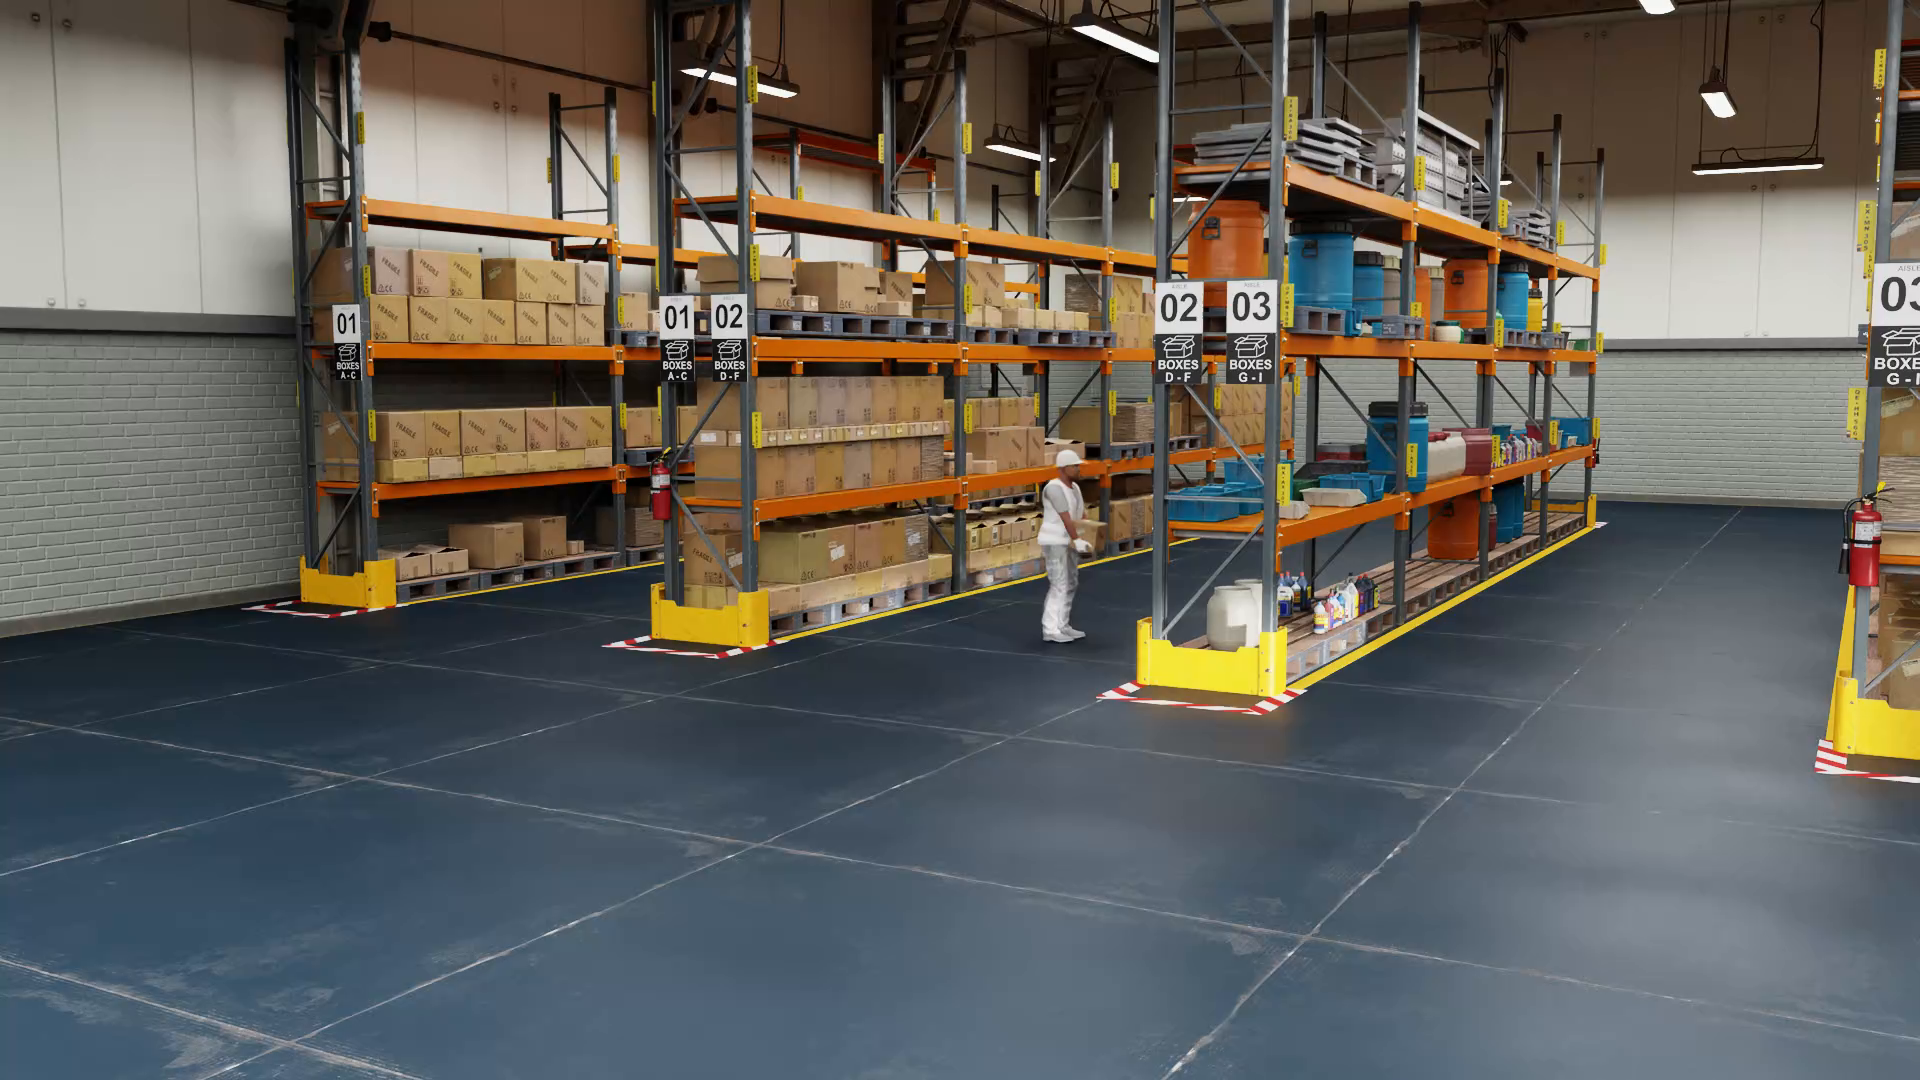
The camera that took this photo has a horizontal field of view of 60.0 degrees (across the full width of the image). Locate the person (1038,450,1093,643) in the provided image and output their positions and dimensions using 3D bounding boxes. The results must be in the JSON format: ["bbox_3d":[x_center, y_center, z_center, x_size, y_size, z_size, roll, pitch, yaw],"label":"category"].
[{"bbox_3d":[1.032,0.052,15.502,0.580,1.777,0.492,3,7,28],"label":"person"}]
